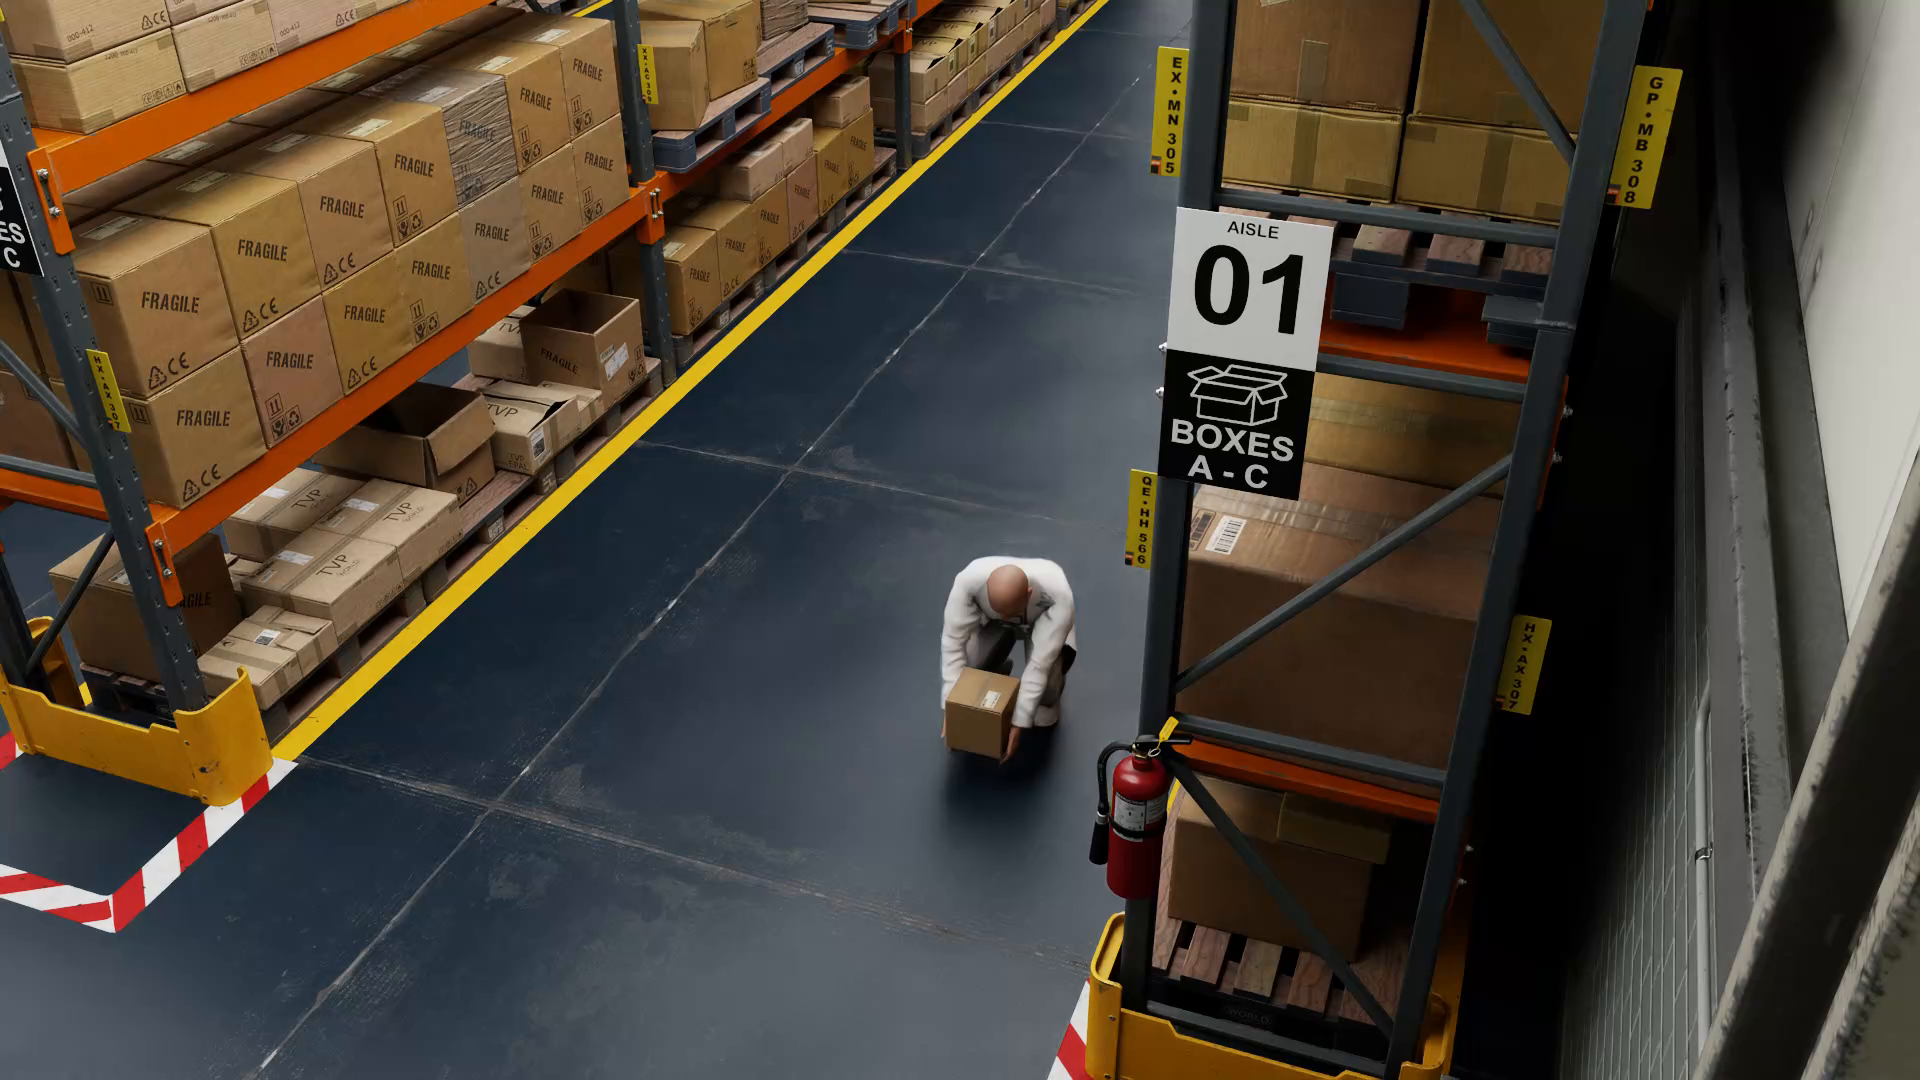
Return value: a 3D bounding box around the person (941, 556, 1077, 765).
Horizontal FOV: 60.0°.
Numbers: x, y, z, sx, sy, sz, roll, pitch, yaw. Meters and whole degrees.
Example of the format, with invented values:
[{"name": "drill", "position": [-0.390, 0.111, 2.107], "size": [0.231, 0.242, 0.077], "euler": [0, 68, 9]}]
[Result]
[{"name": "person", "position": [0.216, 0.409, 7.250], "size": [0.591, 0.993, 0.917], "euler": [11, 34, 16]}]
